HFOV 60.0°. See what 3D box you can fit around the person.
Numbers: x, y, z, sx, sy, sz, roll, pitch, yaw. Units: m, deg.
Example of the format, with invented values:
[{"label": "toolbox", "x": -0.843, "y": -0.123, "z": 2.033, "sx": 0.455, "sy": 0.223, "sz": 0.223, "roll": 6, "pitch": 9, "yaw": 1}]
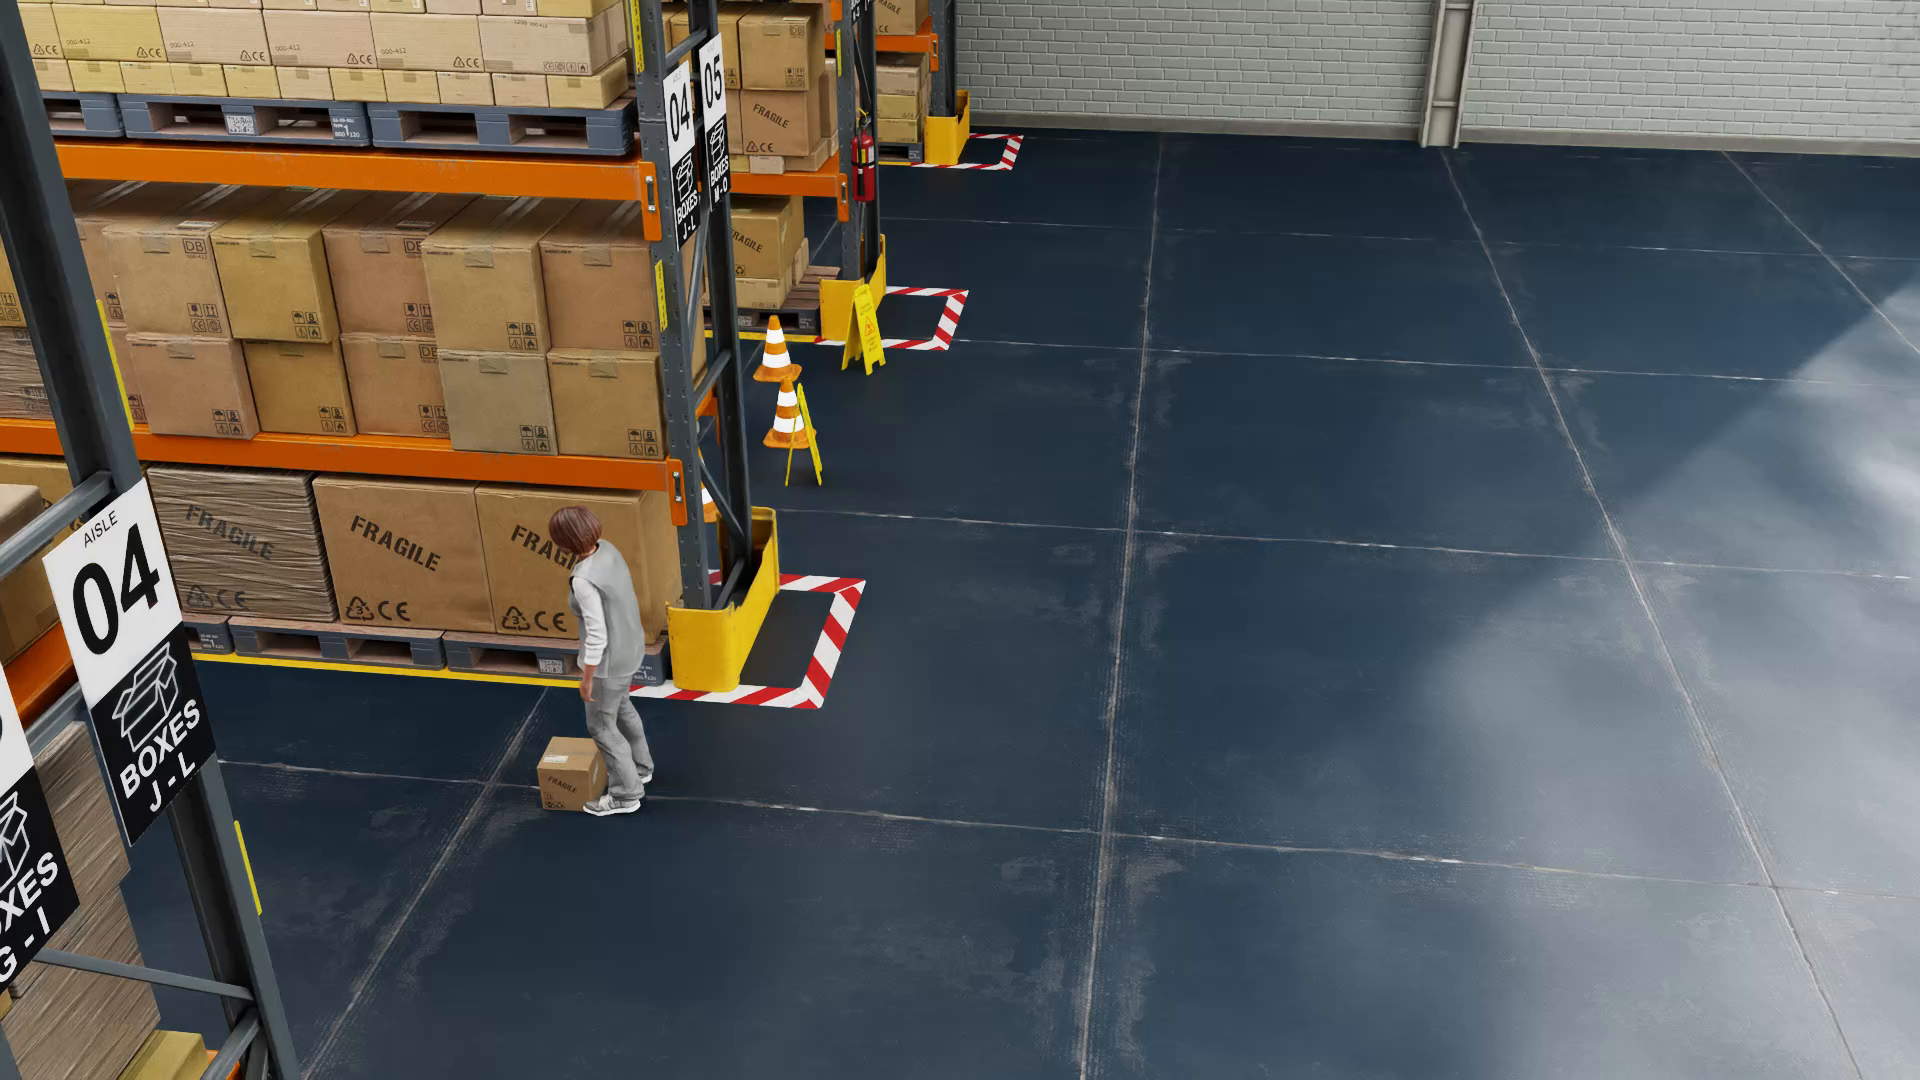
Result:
[{"label": "person", "x": -1.624, "y": 0.547, "z": 7.640, "sx": 0.345, "sy": 1.593, "sz": 0.479, "roll": 3, "pitch": 29, "yaw": 5}]
